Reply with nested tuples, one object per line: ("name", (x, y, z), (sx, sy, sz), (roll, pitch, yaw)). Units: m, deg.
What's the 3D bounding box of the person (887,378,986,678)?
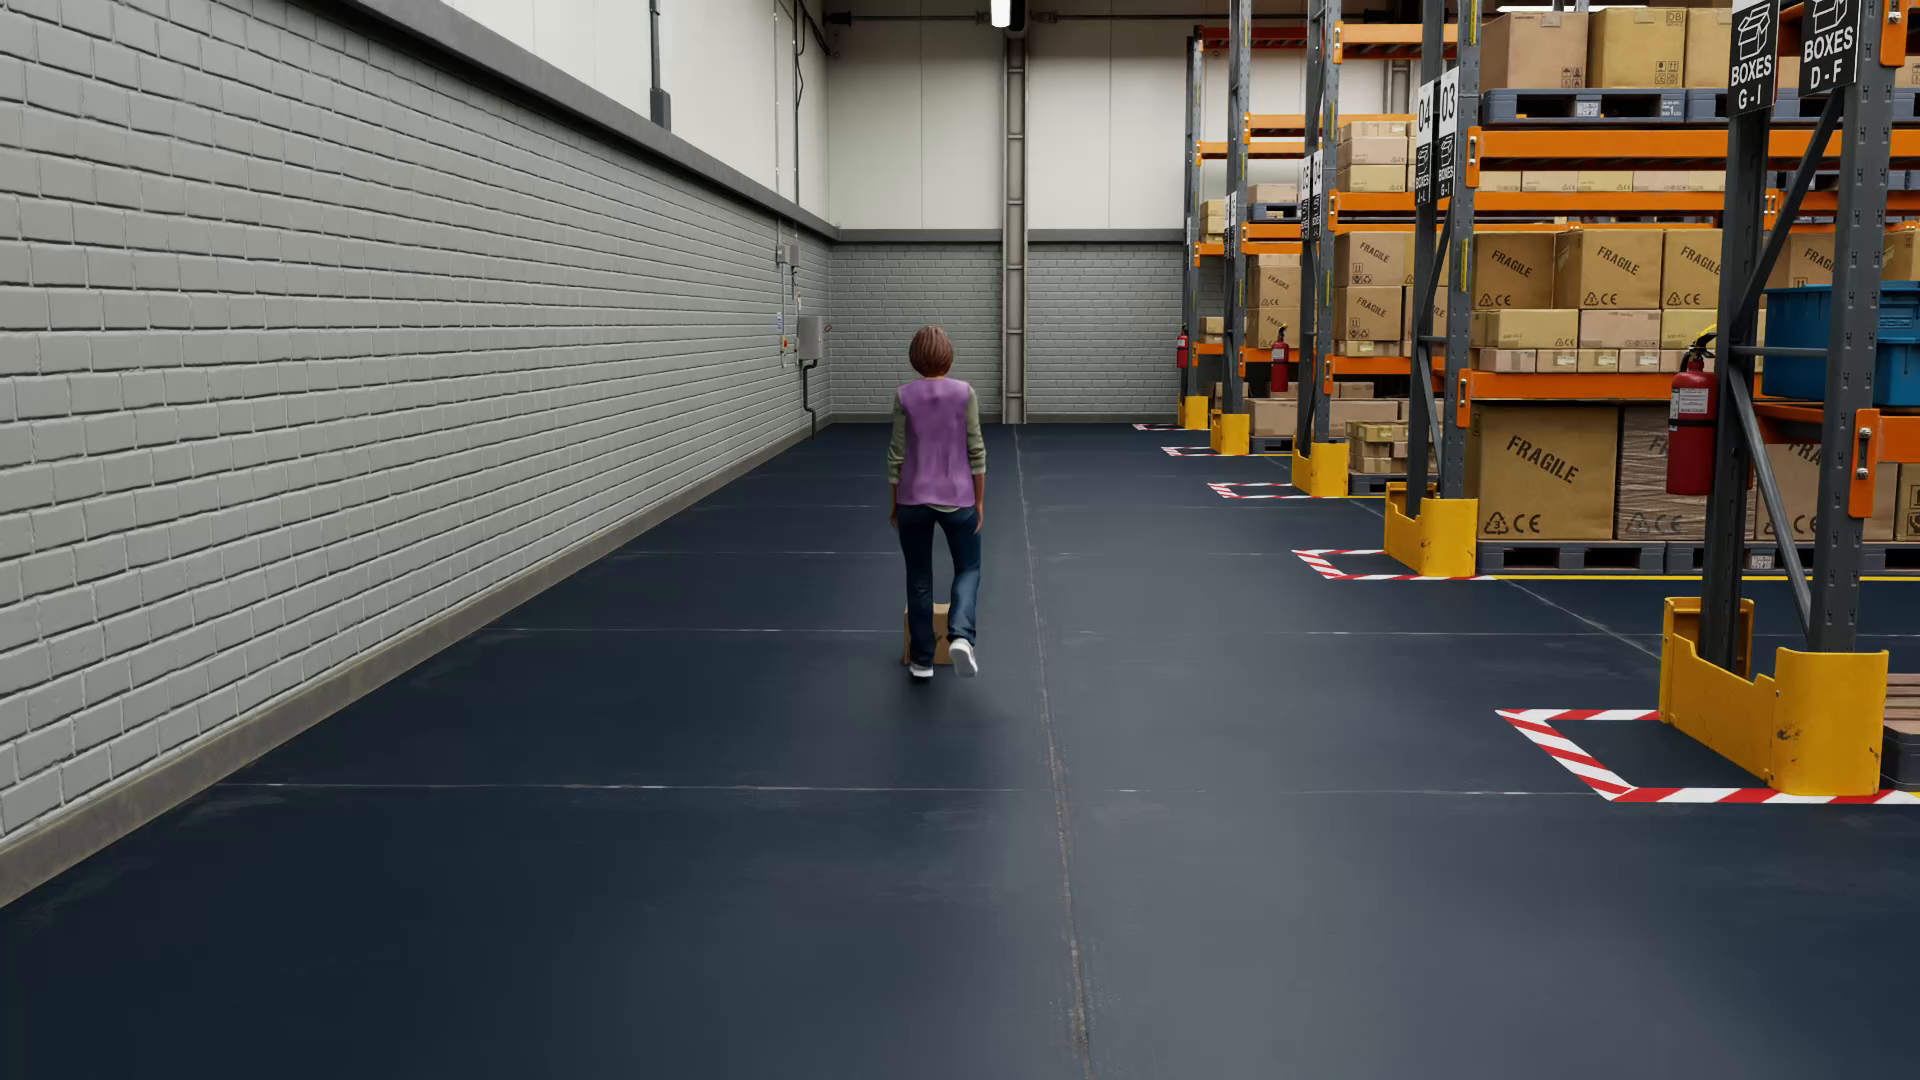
("person", (-0.104, -0.038, 7.378), (0.436, 1.362, 0.594), (0, 7, -1))
